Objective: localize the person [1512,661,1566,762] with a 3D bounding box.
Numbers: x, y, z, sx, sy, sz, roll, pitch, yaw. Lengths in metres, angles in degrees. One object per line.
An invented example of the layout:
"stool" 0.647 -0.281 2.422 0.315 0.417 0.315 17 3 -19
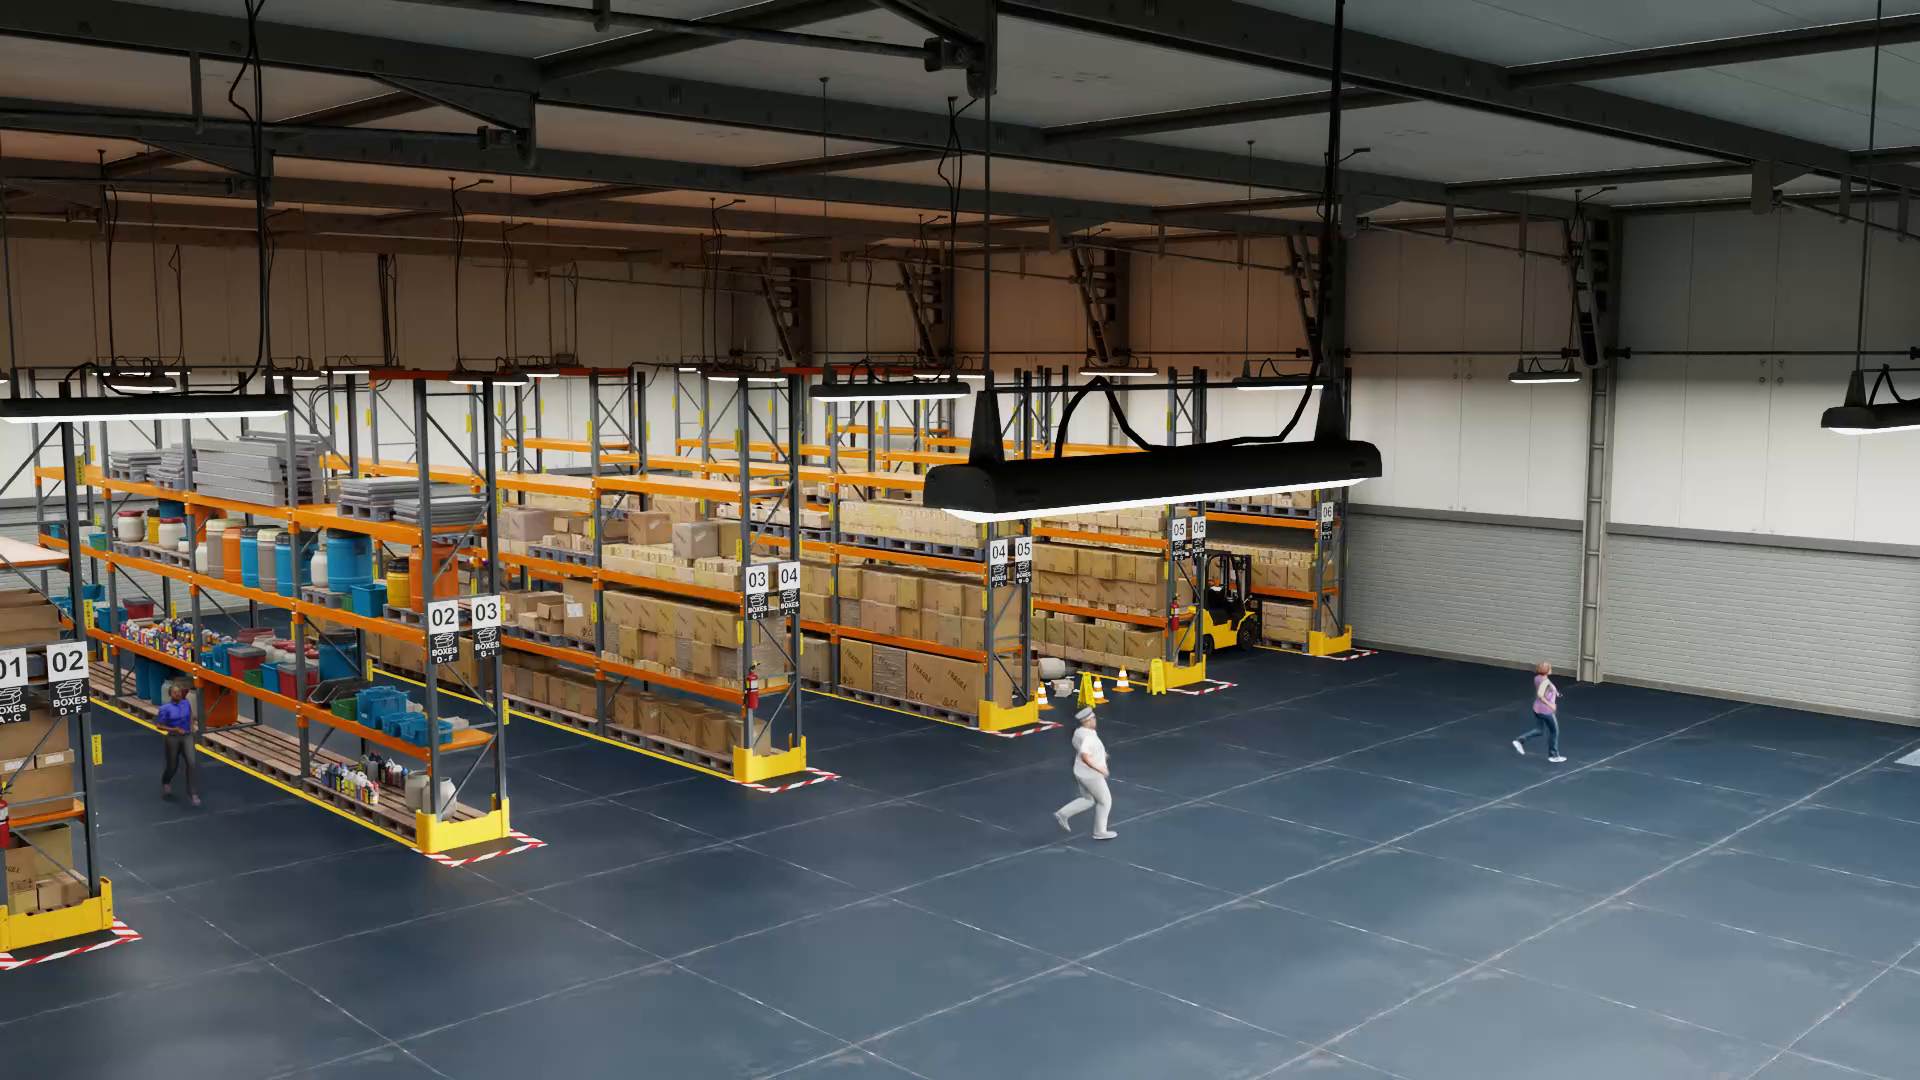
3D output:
"person" 8.983 2.651 25.673 0.822 1.571 0.547 0 6 -2

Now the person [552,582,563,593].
"person" -9.953 0.764 41.751 0.894 1.746 0.643 -5 8 -39

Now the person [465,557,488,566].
"person" -11.495 1.009 39.429 0.764 1.728 0.962 1 7 13

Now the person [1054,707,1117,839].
"person" 1.653 3.029 21.594 0.813 1.745 0.674 -2 7 -15

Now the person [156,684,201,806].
"person" -11.037 2.872 23.473 0.895 1.678 0.587 6 9 43
